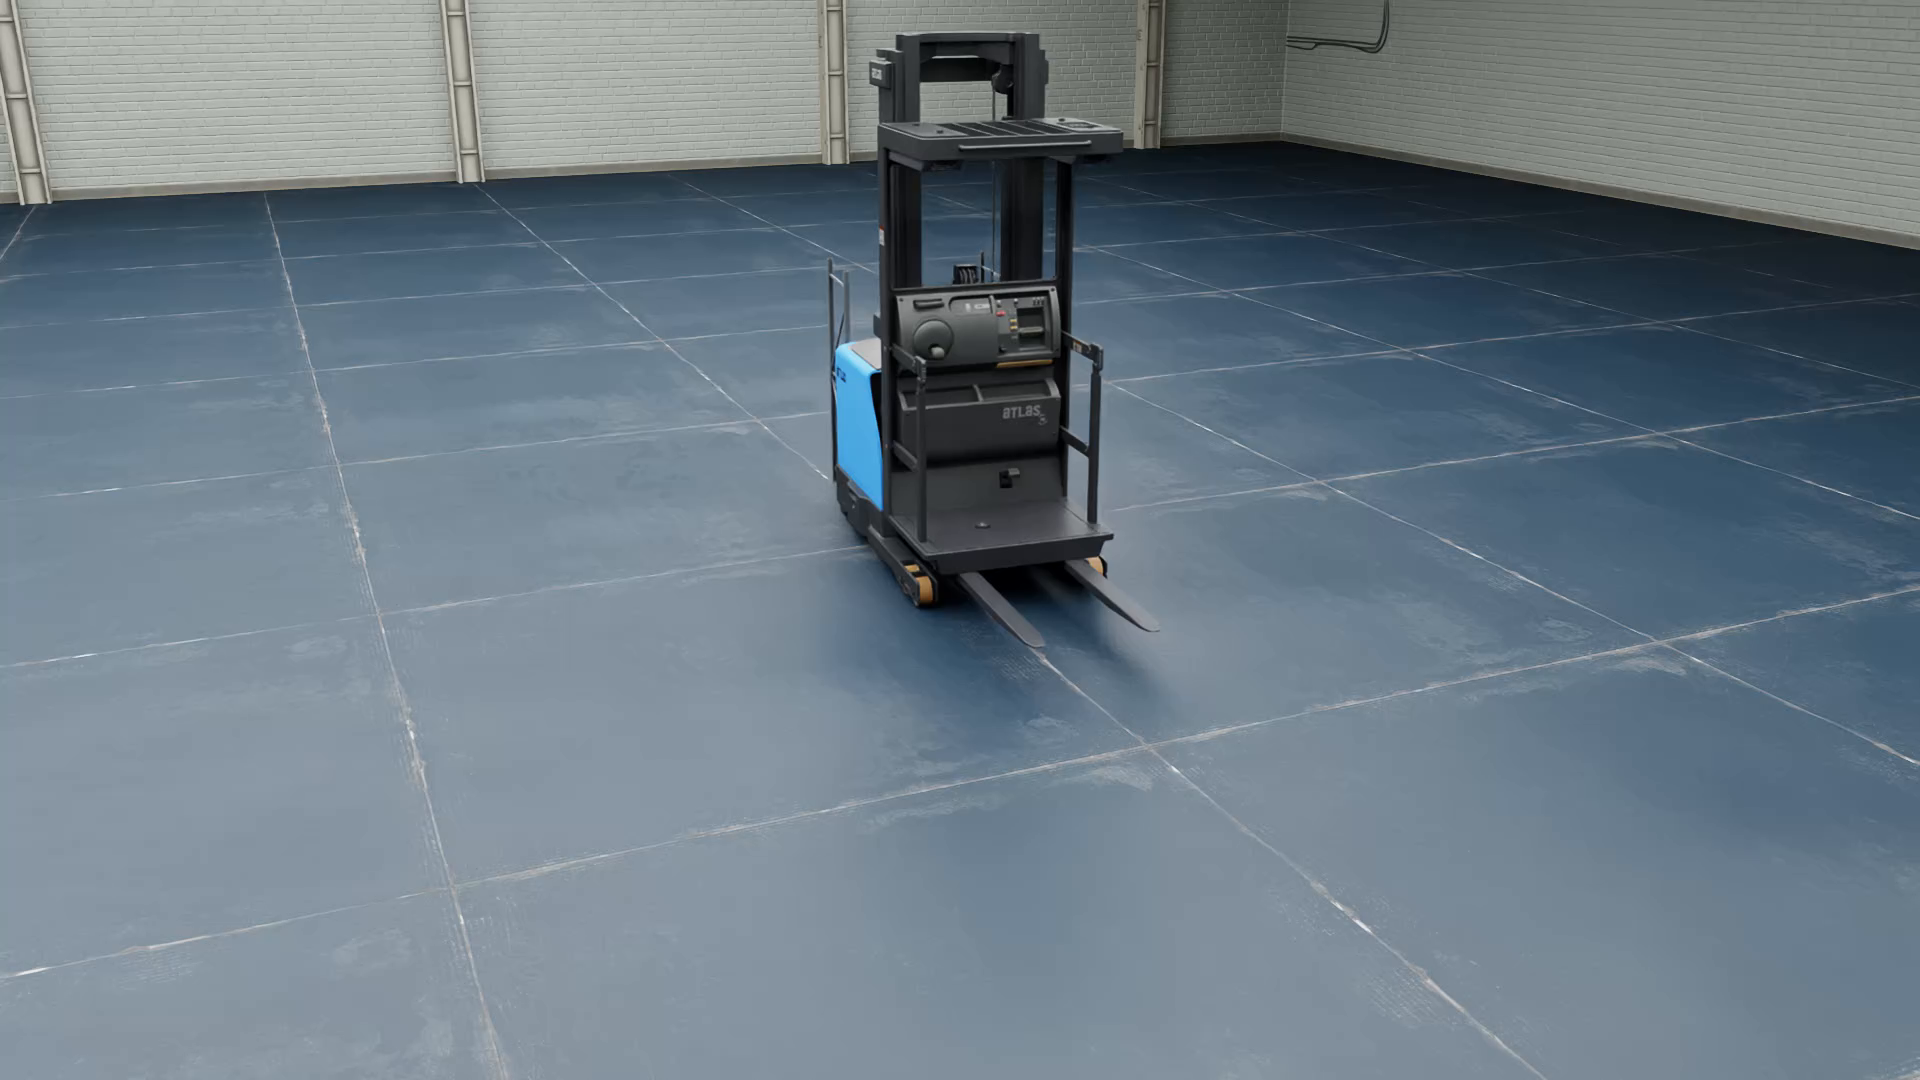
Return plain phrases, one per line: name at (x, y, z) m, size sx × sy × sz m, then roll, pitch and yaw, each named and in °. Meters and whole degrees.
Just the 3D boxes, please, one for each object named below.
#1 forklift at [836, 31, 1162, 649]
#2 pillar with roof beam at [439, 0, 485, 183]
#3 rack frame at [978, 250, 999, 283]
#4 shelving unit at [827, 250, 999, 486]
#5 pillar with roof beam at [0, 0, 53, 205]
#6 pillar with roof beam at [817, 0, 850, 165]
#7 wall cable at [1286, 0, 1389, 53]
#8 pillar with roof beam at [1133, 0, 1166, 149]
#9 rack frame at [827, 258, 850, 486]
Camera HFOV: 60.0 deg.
forklift at (0.177, -1.173, 8.939) m, size 1.130 × 2.935 × 3.031 m, roll -6°, pitch 20°, yaw -18°
pillar with roof beam at (-5.906, -8.514, 20.654) m, size 0.400 × 9.000 × 9.100 m, roll -8°, pitch 21°, yaw -22°
rack frame at (0.207, -1.115, 10.930) m, size 0.032 × 1.500 × 0.500 m, roll -6°, pitch 20°, yaw -16°
shelving unit at (-0.280, -1.066, 10.791) m, size 1.048 × 1.500 × 0.538 m, roll -6°, pitch 20°, yaw -16°
pillar with roof beam at (-11.416, -7.725, 18.413) m, size 0.400 × 9.000 × 9.100 m, roll -8°, pitch 21°, yaw -22°
pillar with roof beam at (-0.397, -9.304, 22.896) m, size 0.400 × 9.000 × 9.100 m, roll -8°, pitch 21°, yaw -22°
wall cable at (6.636, -9.926, 29.337) m, size 0.112 × 2.526 × 3.097 m, roll -8°, pitch 21°, yaw -22°
pillar with roof beam at (5.112, -10.093, 25.138) m, size 0.400 × 9.000 × 9.100 m, roll -8°, pitch 21°, yaw -22°
rack frame at (-0.766, -1.017, 10.653) m, size 0.032 × 1.500 × 0.500 m, roll -6°, pitch 20°, yaw -16°
